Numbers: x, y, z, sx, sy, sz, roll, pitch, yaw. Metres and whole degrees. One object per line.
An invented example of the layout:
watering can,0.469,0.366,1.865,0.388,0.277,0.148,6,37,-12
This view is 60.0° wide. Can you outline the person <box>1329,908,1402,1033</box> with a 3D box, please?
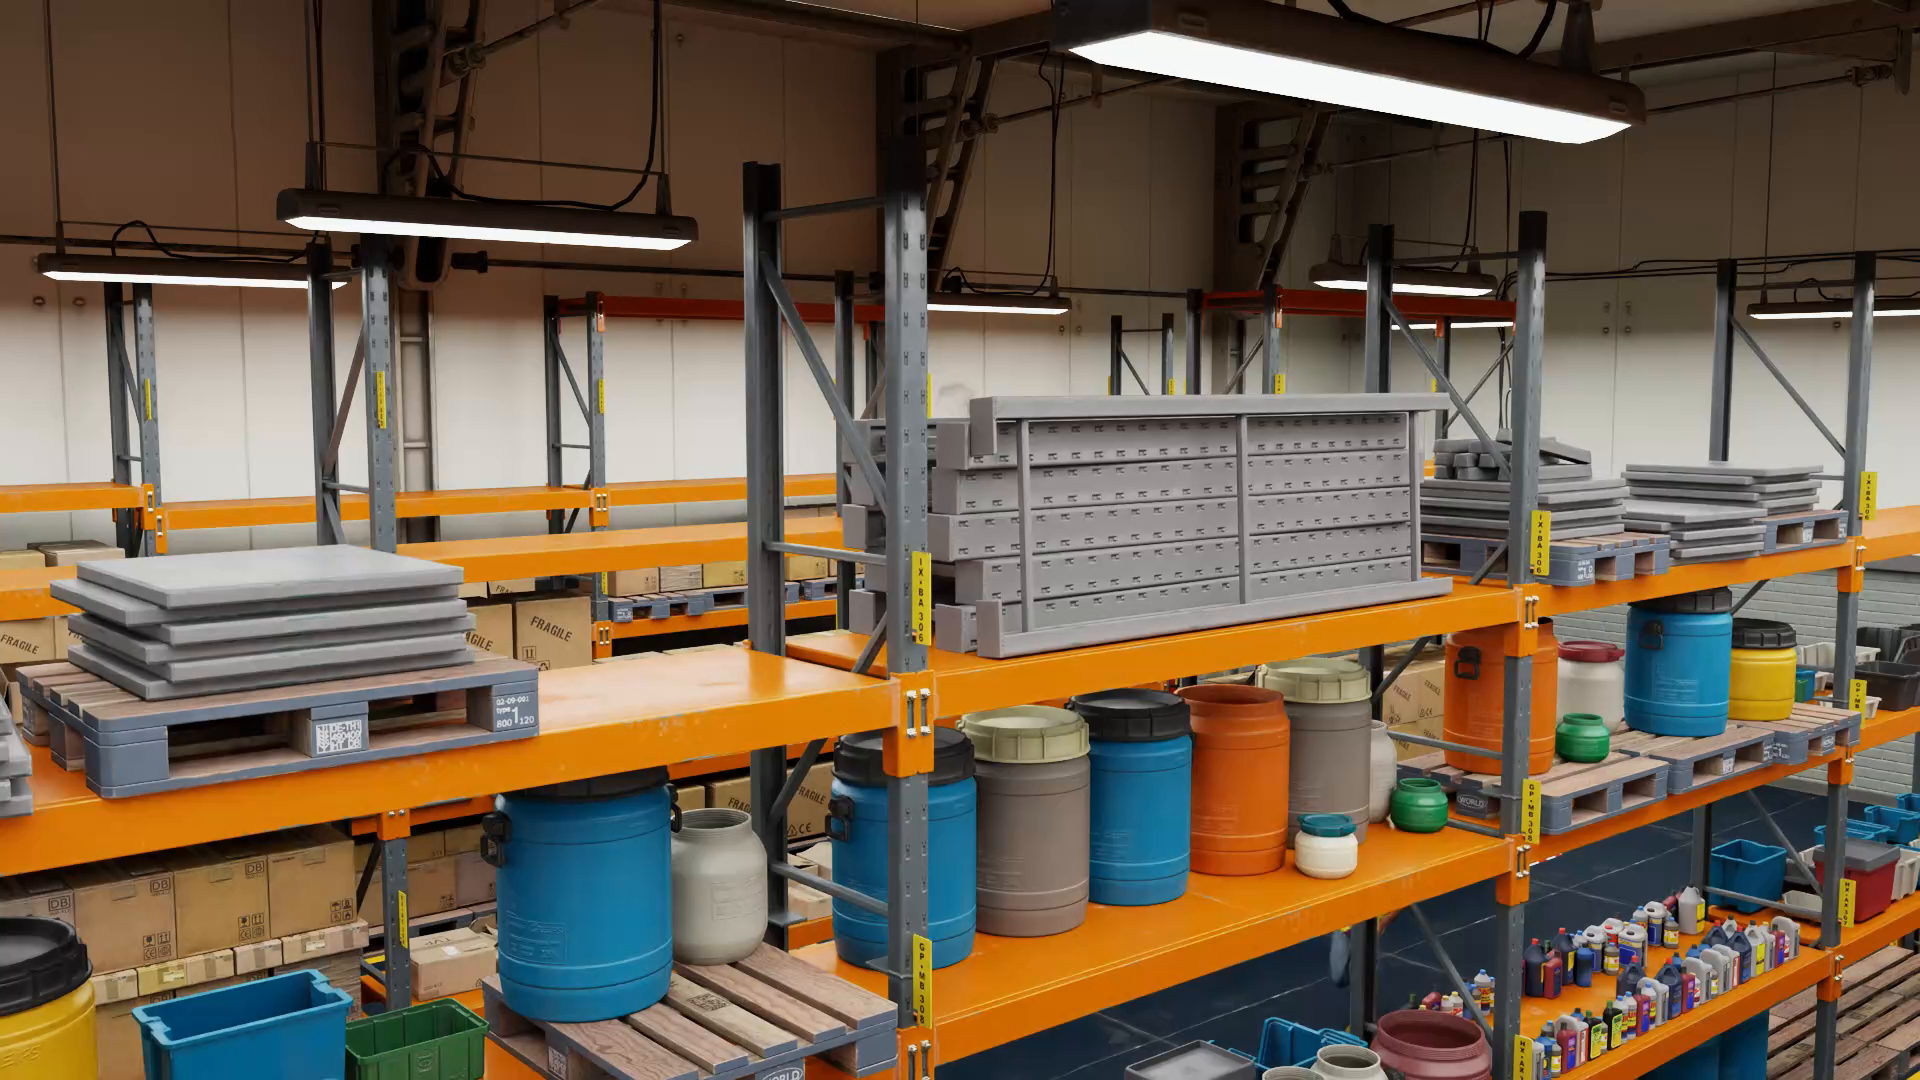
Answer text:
person,3.173,3.057,13.166,0.682,1.712,0.623,4,7,39
